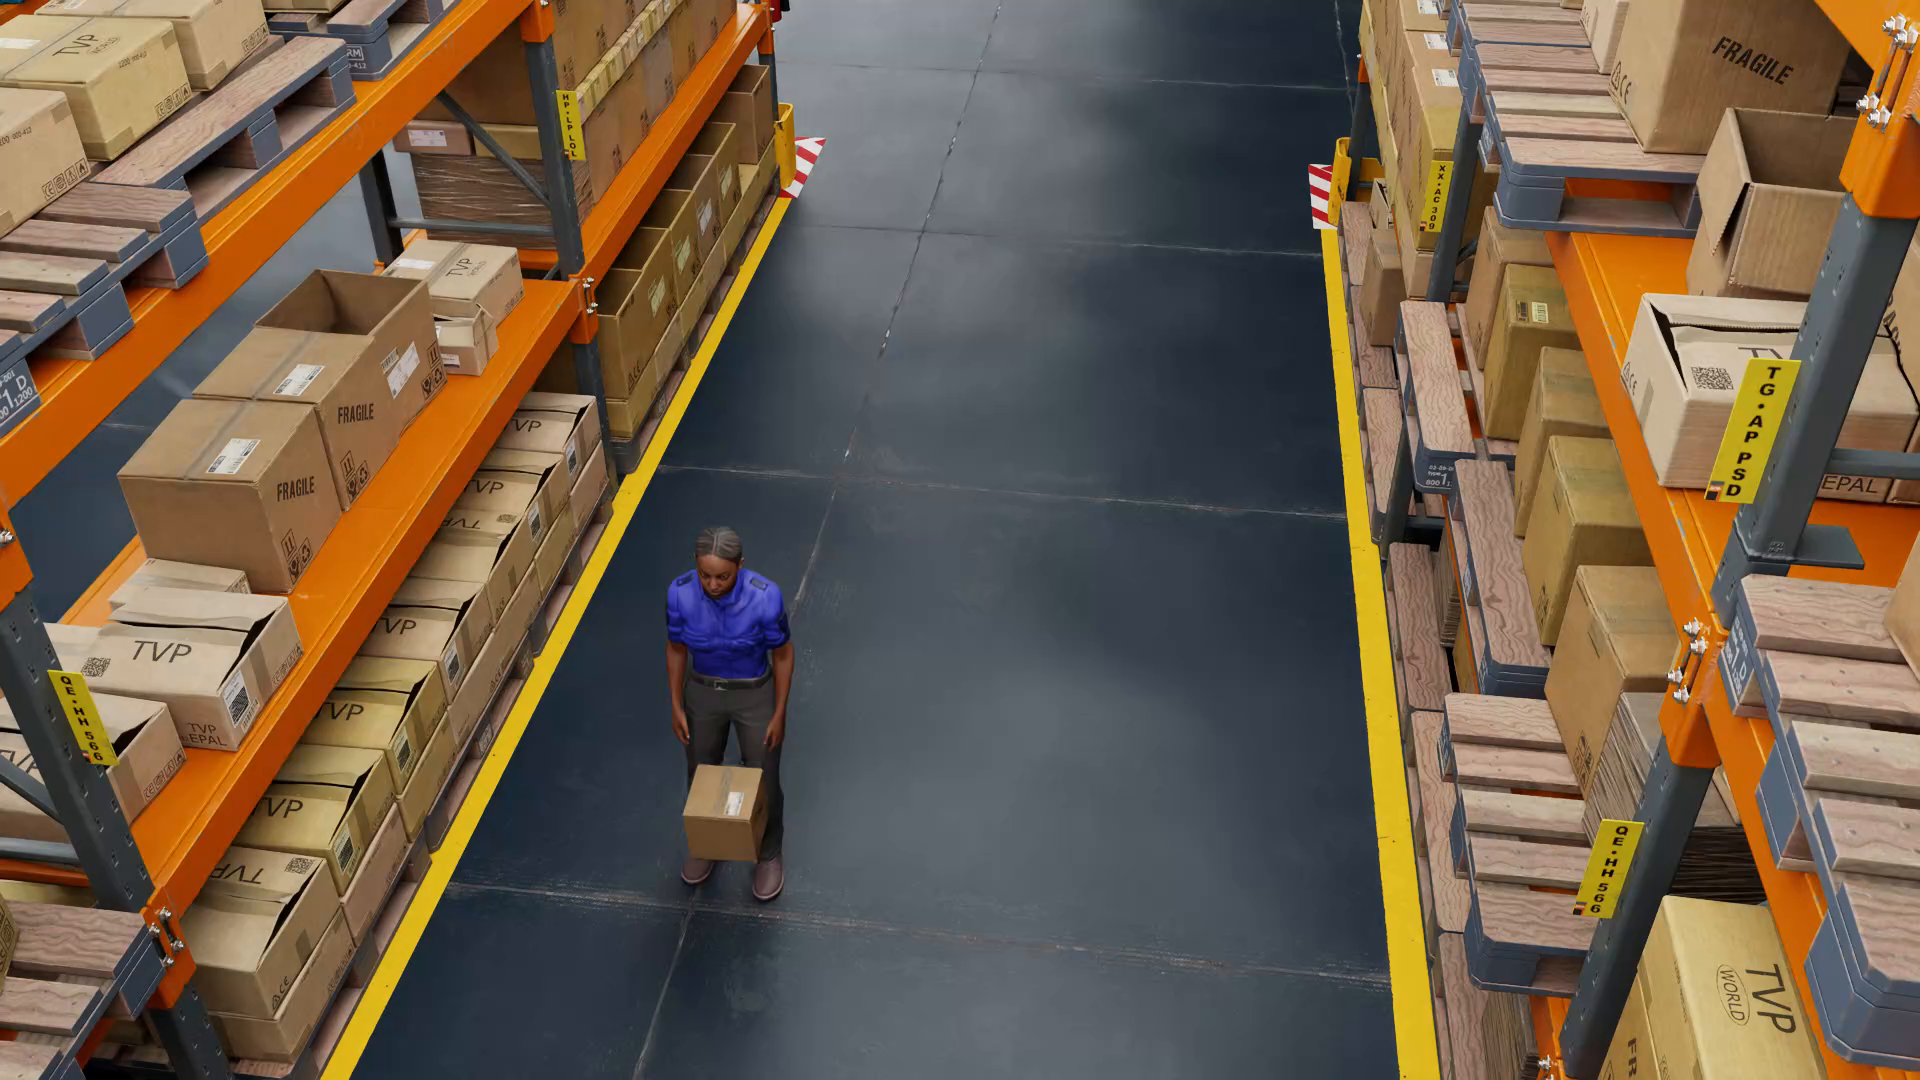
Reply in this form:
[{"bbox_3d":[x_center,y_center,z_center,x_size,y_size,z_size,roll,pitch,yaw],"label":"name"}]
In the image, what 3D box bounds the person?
[{"bbox_3d":[-0.857,0.629,6.184,0.494,1.659,0.398,3,36,5],"label":"person"}]
